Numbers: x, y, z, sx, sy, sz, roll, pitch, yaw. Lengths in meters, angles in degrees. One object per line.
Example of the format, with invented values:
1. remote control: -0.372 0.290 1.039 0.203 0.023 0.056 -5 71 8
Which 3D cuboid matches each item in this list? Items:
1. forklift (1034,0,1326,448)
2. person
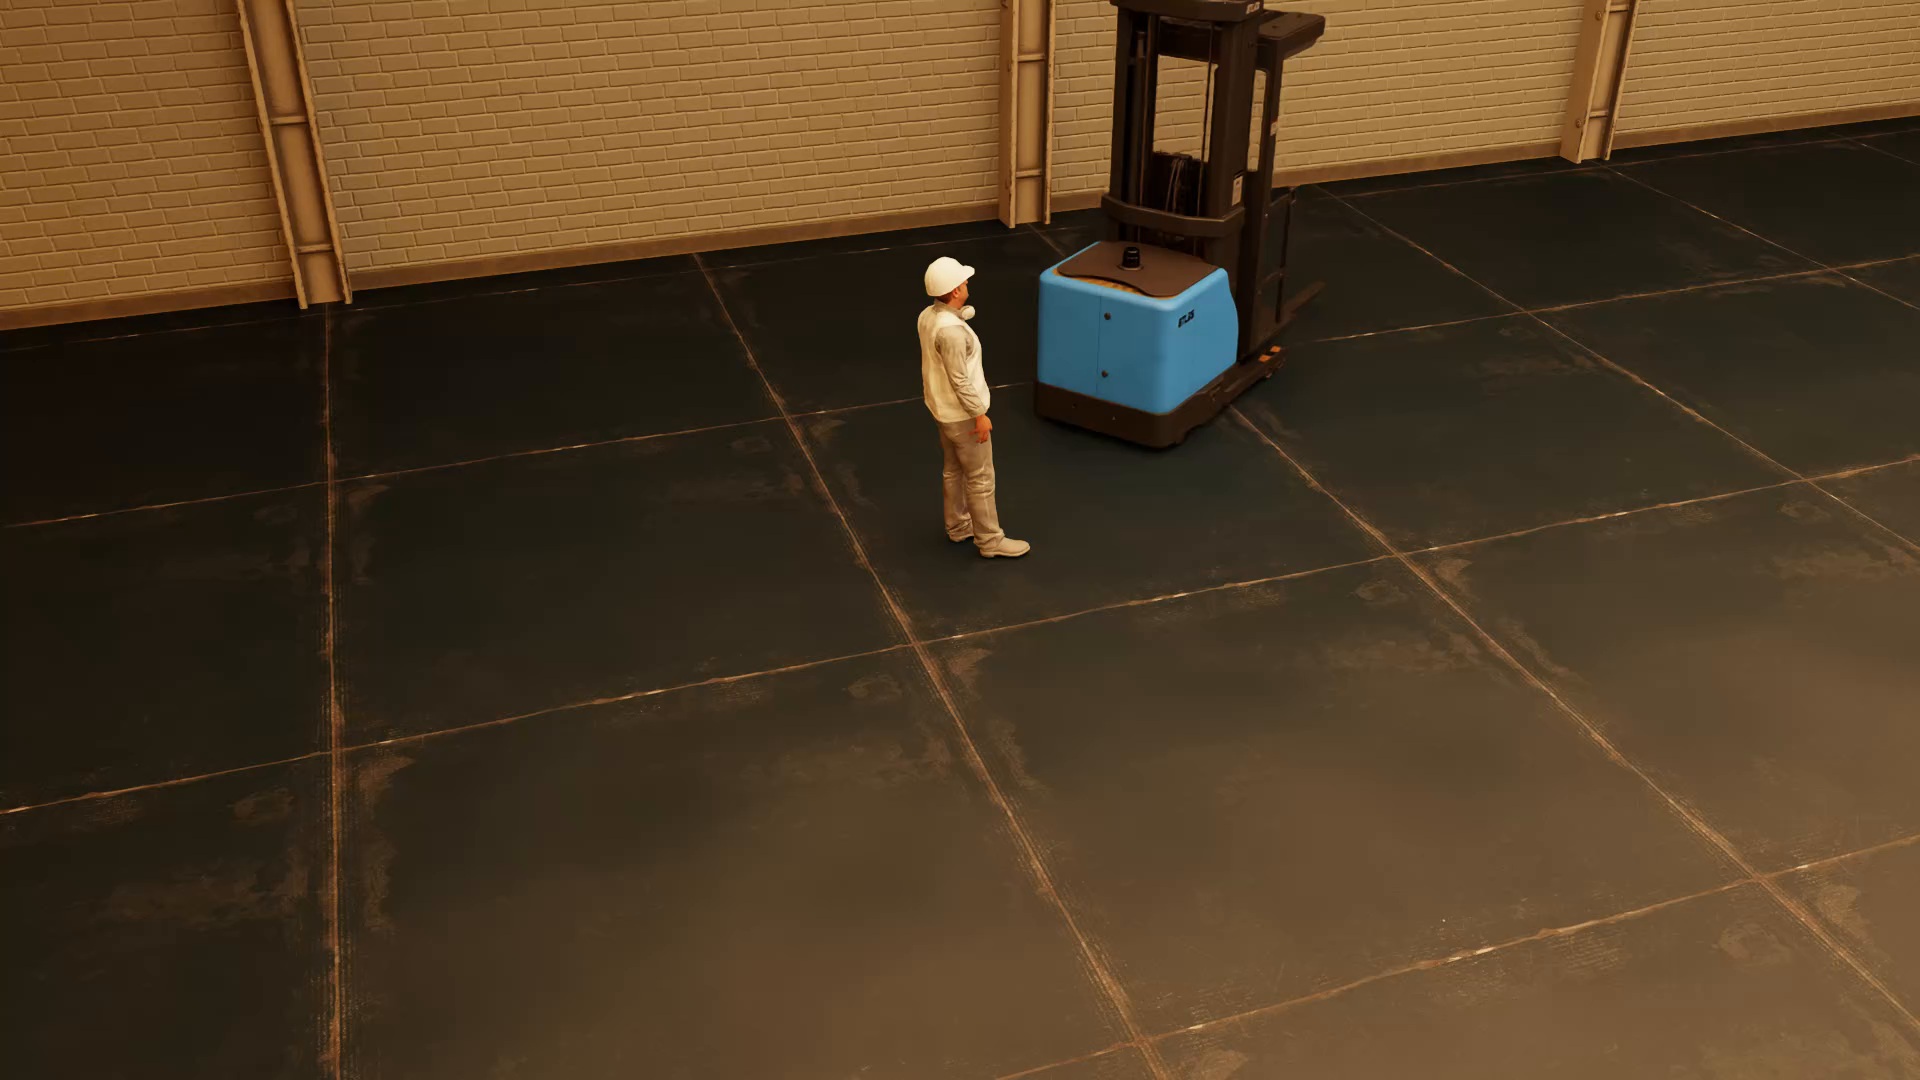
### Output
1. forklift: 1.750 -2.566 11.547 1.130 2.935 3.031 19 35 29
2. person: 0.062 -0.781 9.591 0.566 1.775 0.633 -10 31 -16
